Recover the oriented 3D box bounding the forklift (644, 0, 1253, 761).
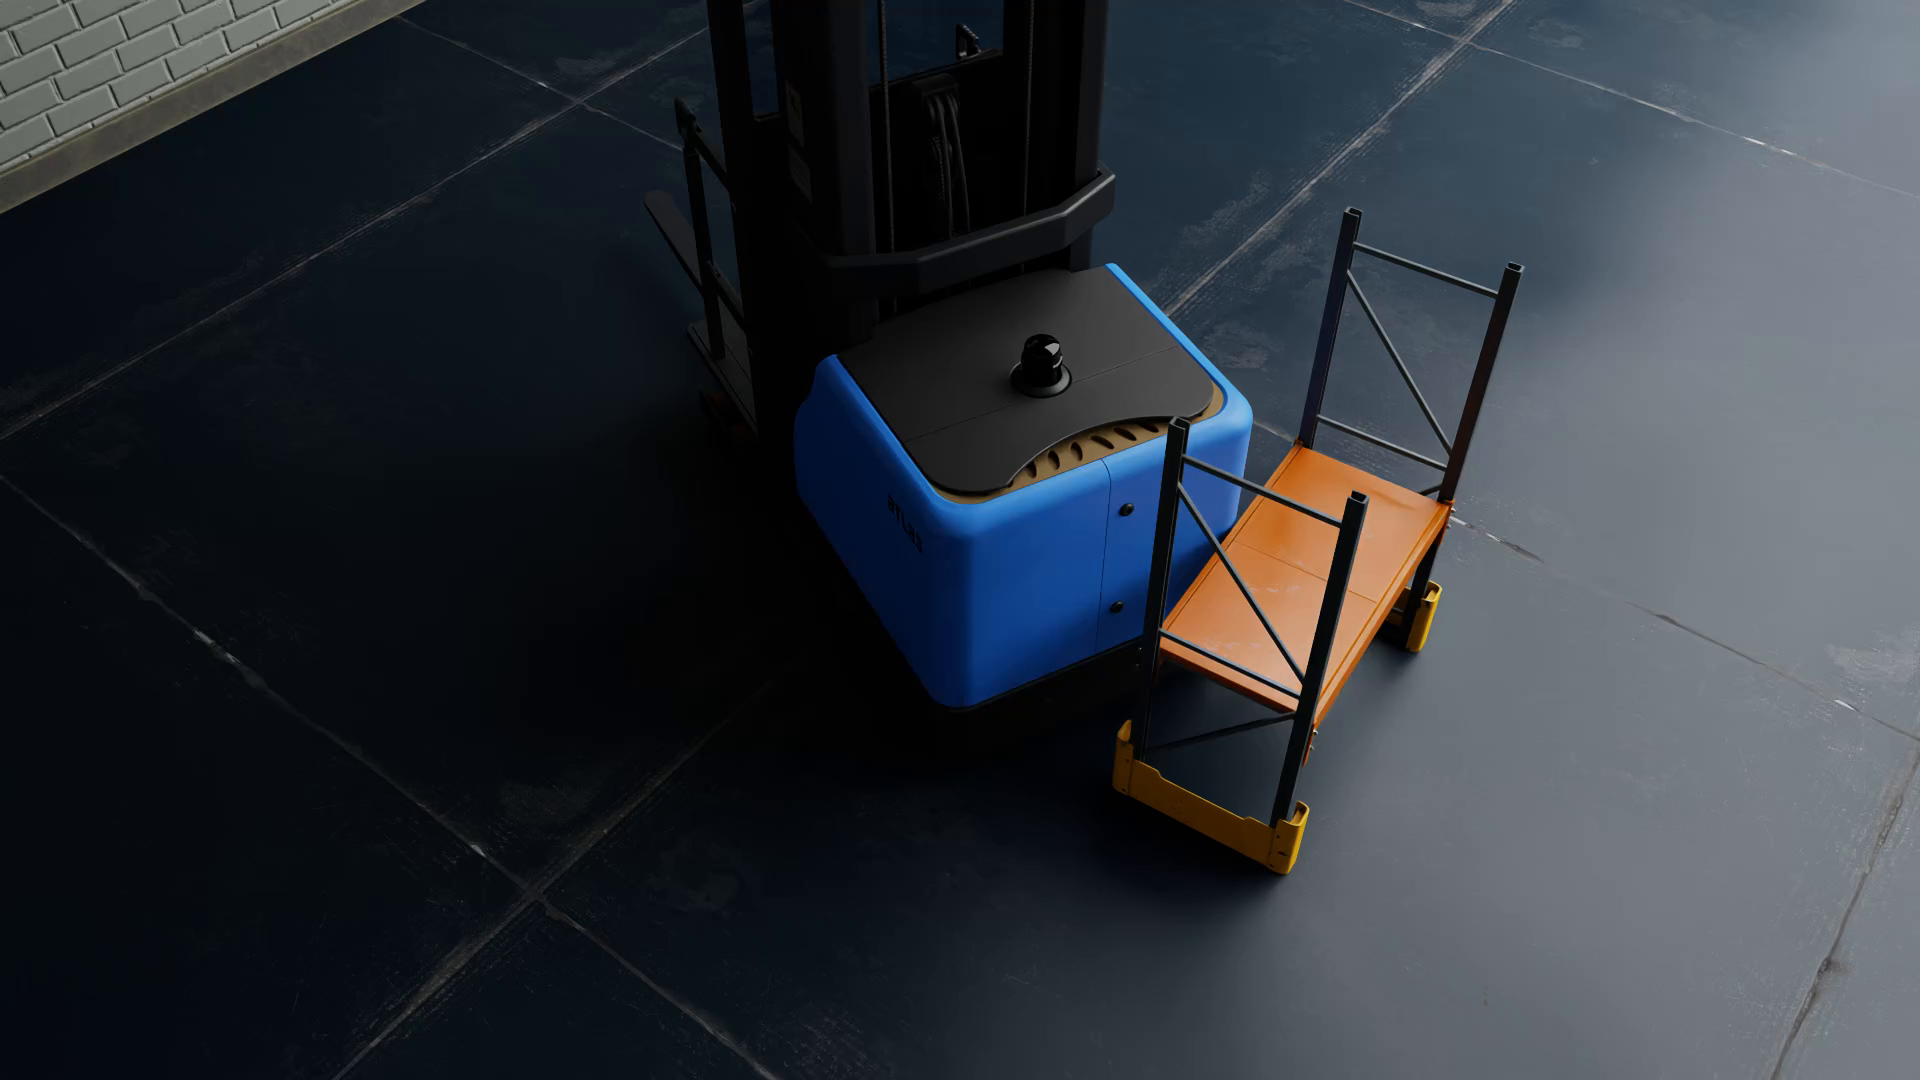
[{"bbox_3d":[-0.292,-1.416,5.075,1.130,2.935,3.031,-21,50,-19],"label":"forklift"}]

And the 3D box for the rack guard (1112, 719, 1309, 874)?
[{"bbox_3d":[0.721,0.749,4.861,0.587,0.250,0.087,25,51,22],"label":"rack guard"}]

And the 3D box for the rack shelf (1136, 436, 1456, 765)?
[{"bbox_3d":[0.987,0.145,4.822,0.538,0.185,1.000,25,51,22],"label":"rack shelf"}]

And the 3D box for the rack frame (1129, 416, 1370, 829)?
[{"bbox_3d":[0.711,0.330,4.397,0.500,1.500,0.032,25,51,22],"label":"rack frame"}]

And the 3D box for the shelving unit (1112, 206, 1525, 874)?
[{"bbox_3d":[0.992,0.015,4.697,0.587,1.500,1.083,25,51,22],"label":"shelving unit"}]

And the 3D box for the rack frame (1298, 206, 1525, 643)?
[{"bbox_3d":[1.263,-0.288,4.987,0.500,1.500,0.032,25,51,22],"label":"rack frame"}]

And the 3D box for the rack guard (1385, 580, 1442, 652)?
[{"bbox_3d":[1.262,0.144,5.439,0.587,0.250,0.087,25,51,22],"label":"rack guard"}]
